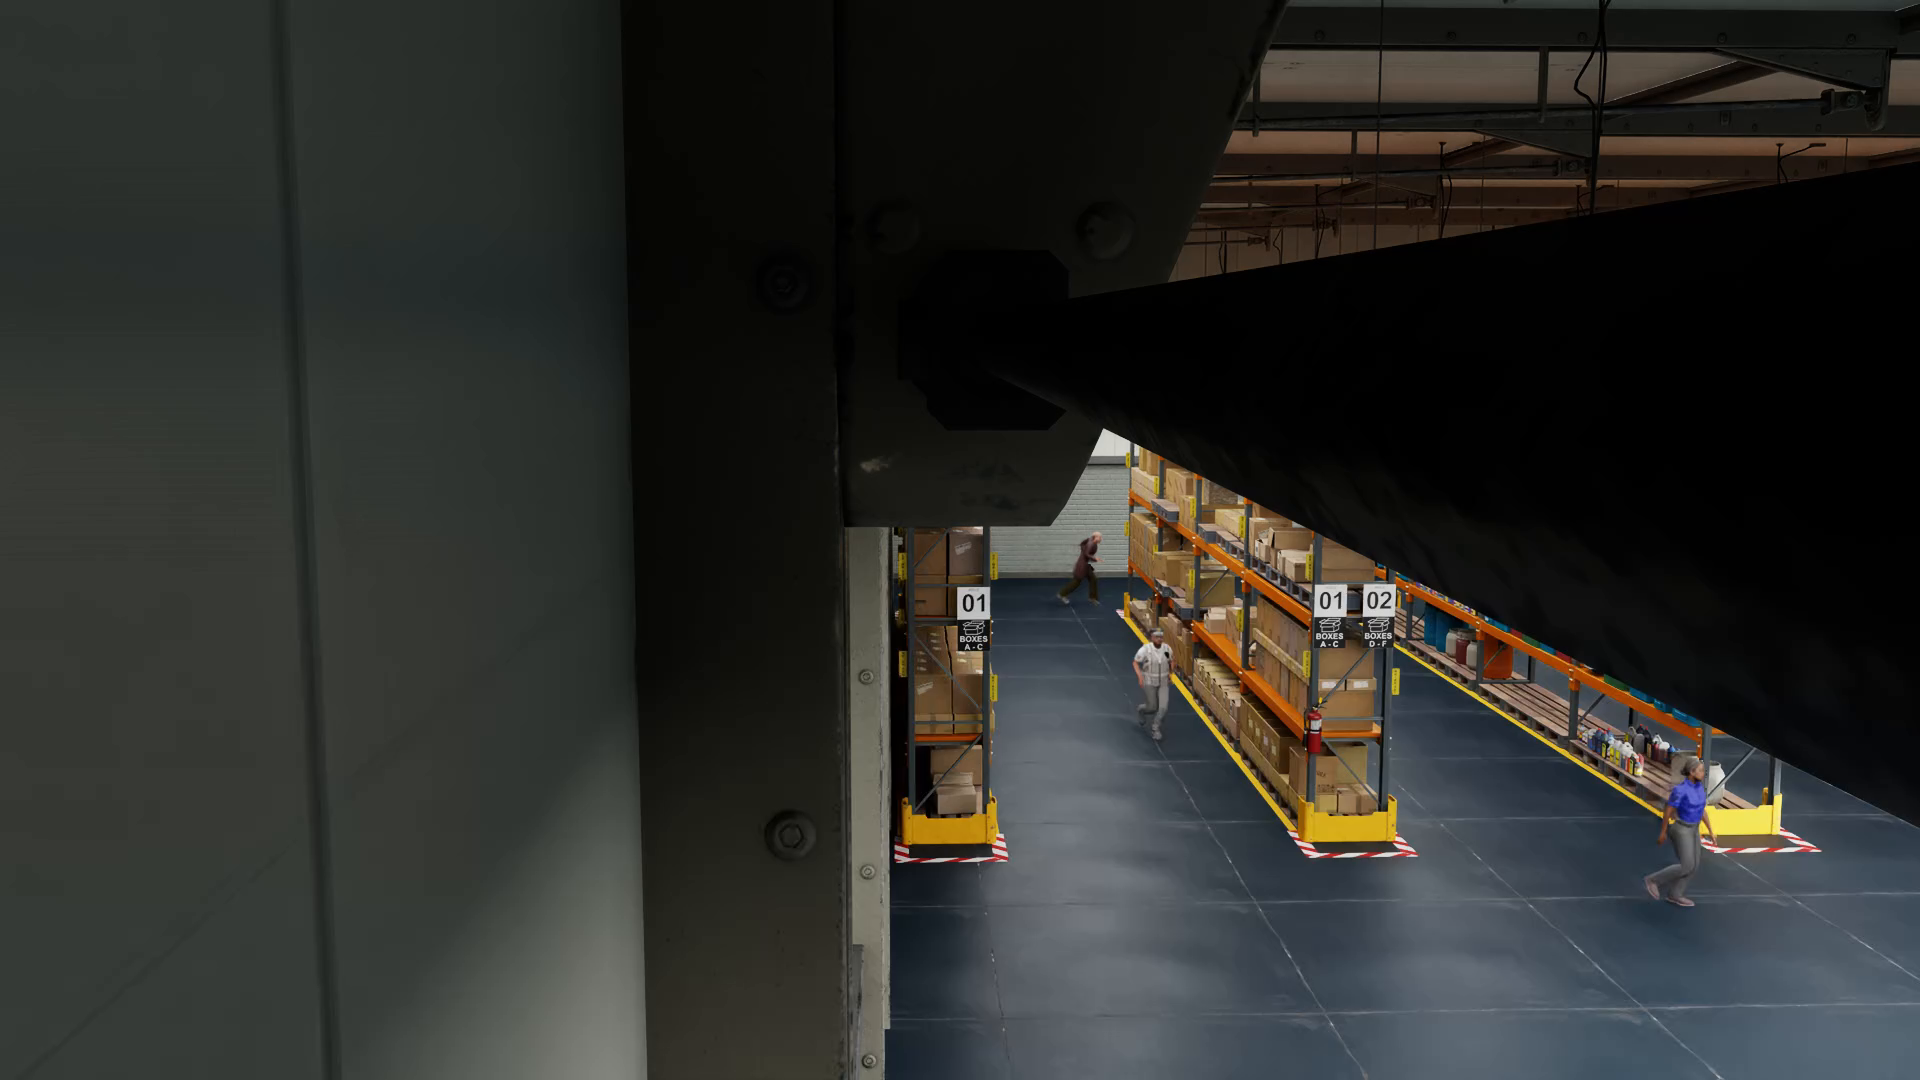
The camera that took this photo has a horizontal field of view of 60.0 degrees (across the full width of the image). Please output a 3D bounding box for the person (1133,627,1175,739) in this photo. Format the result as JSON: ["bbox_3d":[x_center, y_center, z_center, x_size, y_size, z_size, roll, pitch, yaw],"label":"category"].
[{"bbox_3d":[3.024,2.188,25.846,0.675,1.736,0.636,-2,8,-15],"label":"person"}]

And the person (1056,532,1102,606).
[{"bbox_3d":[2.719,0.673,37.812,1.069,1.745,0.759,0,7,1],"label":"person"}]

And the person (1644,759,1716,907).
[{"bbox_3d":[7.884,3.214,18.207,0.690,1.613,0.547,-6,10,-40],"label":"person"}]
